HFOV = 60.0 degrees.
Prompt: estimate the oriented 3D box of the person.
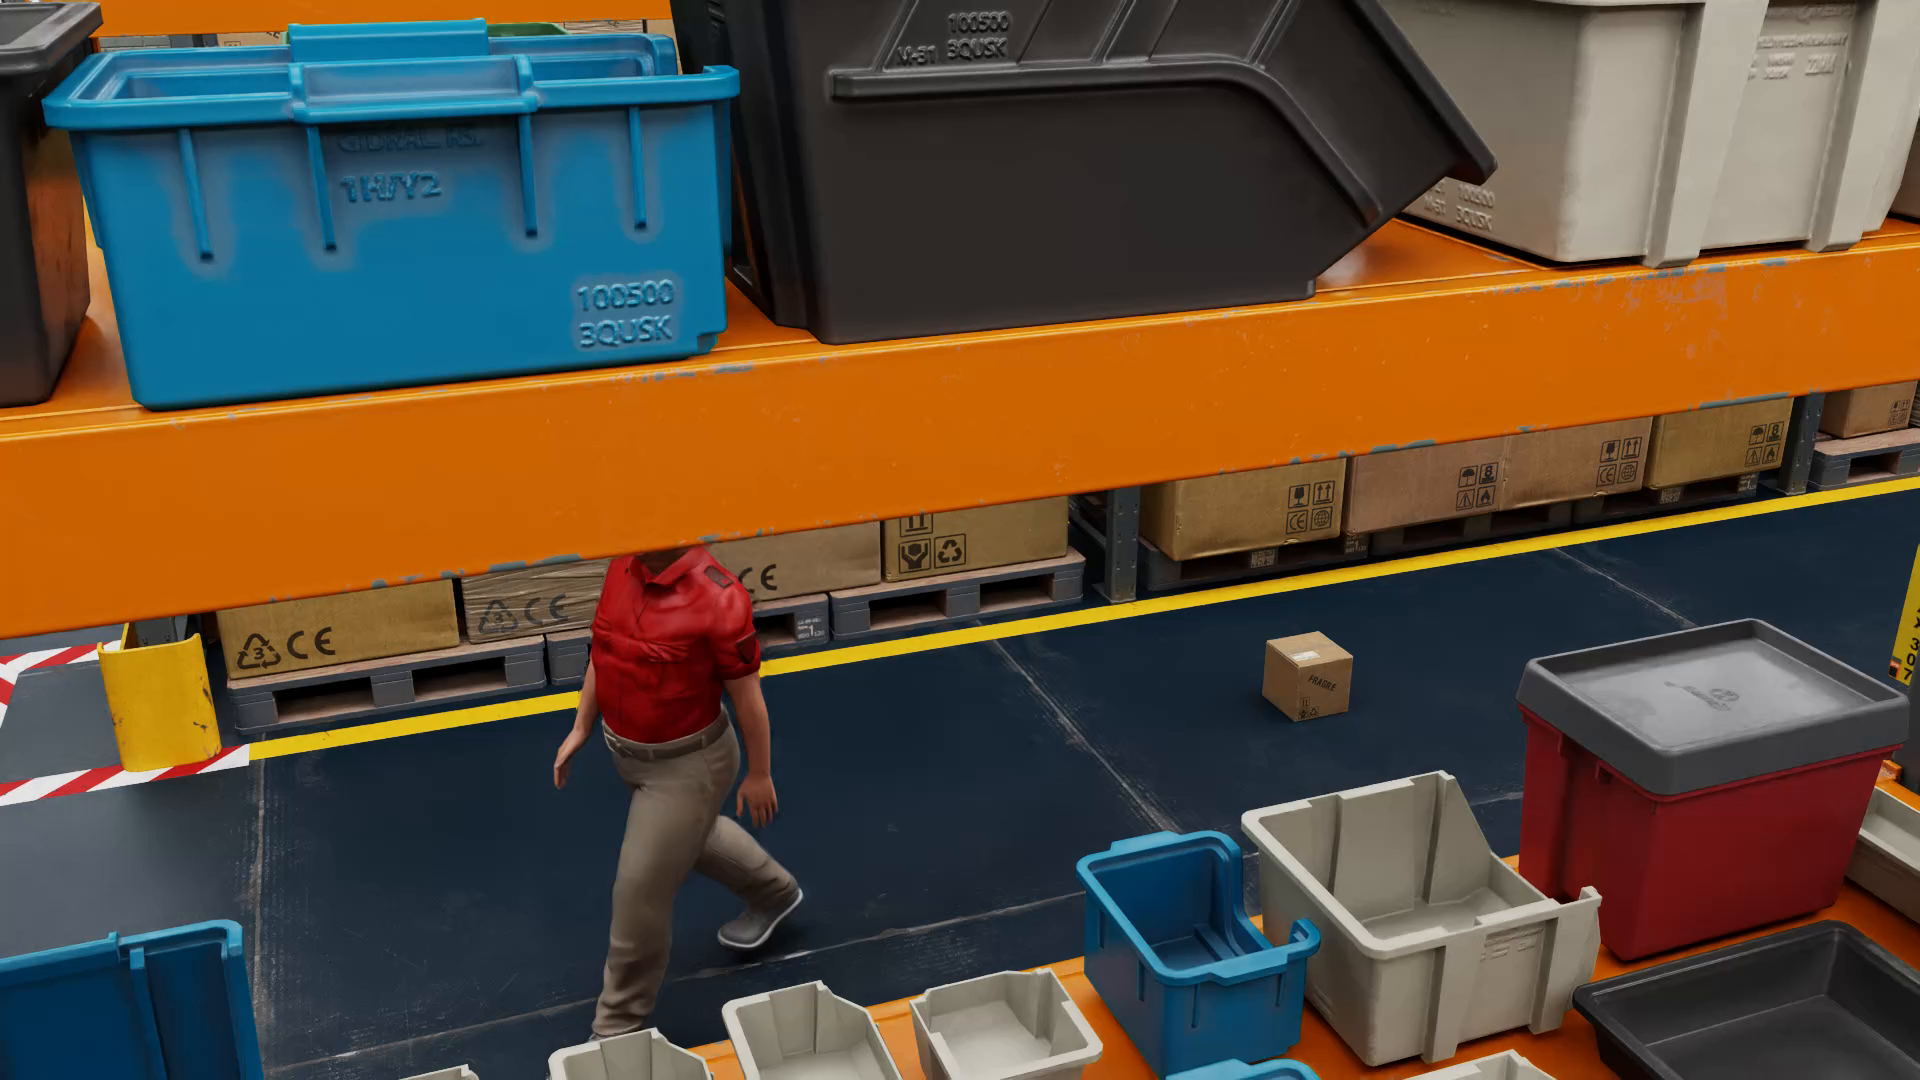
[{"bbox_3d":[-0.841,0.600,4.658,1.035,1.673,0.561,-20,30,-40],"label":"person"}]
